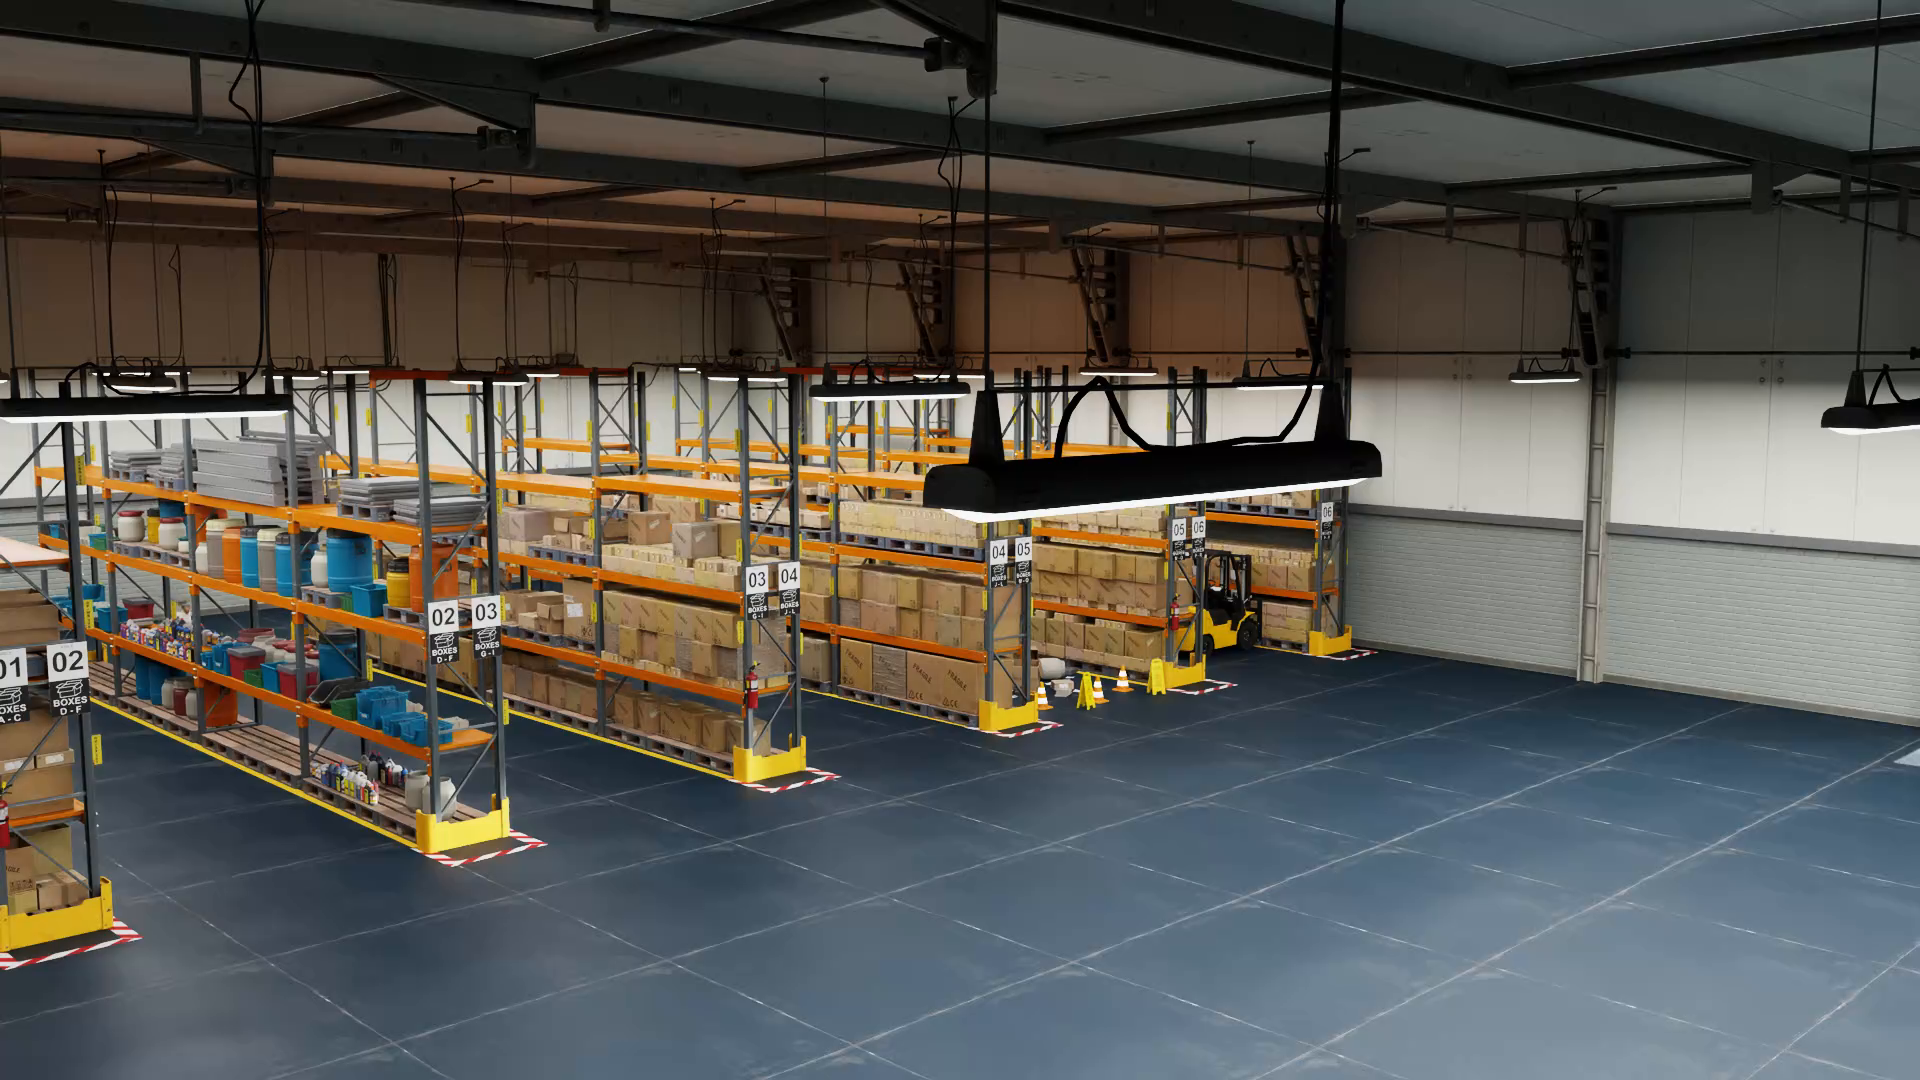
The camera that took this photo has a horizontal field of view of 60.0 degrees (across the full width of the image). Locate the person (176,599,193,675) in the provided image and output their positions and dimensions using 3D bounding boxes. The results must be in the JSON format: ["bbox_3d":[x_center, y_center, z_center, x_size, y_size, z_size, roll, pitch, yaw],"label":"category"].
[{"bbox_3d":[-15.032,1.908,32.260,0.797,1.575,0.612,3,7,23],"label":"person"}]
